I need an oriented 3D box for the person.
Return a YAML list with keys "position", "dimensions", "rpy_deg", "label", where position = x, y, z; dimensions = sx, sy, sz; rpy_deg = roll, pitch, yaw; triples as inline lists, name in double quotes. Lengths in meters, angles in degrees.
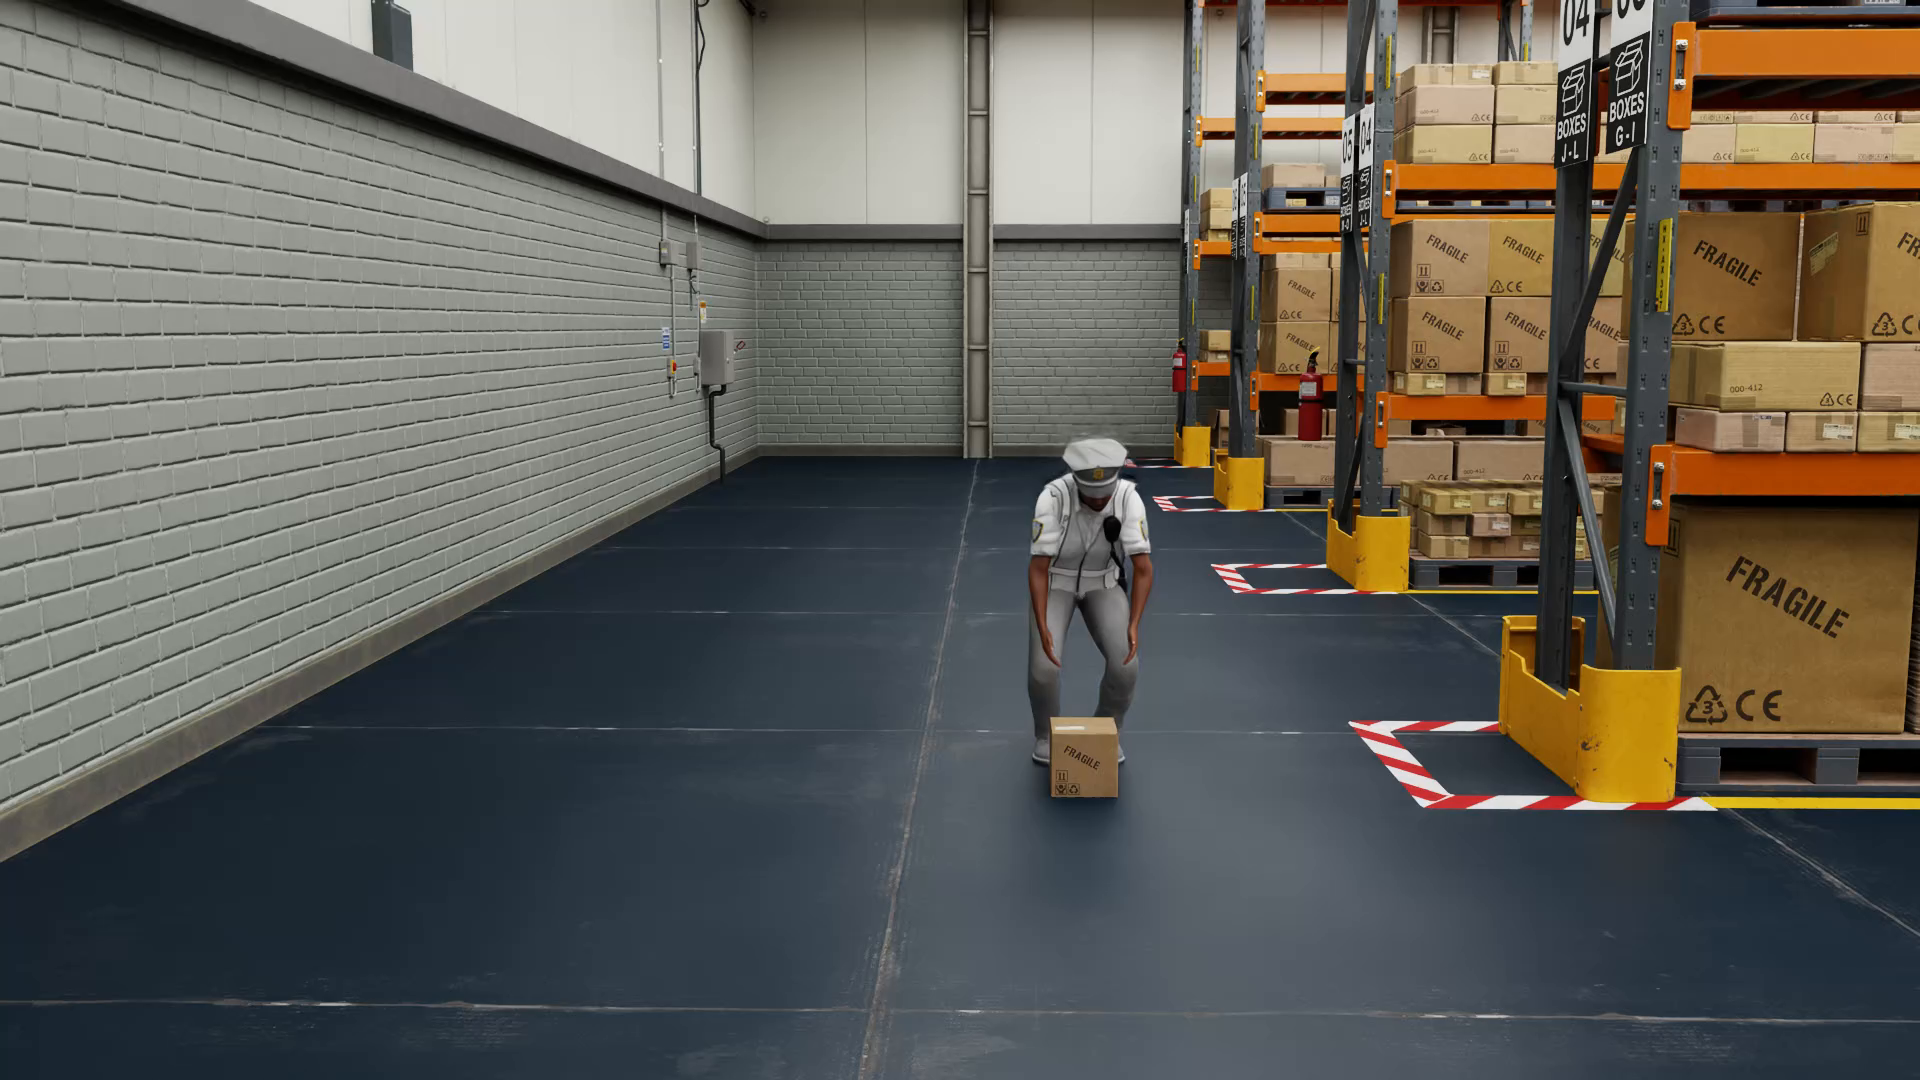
- position: [0.519, 0.248, 6.686]
  dimensions: [0.496, 1.331, 0.741]
  rpy_deg: [0, 7, 1]
  label: "person"
